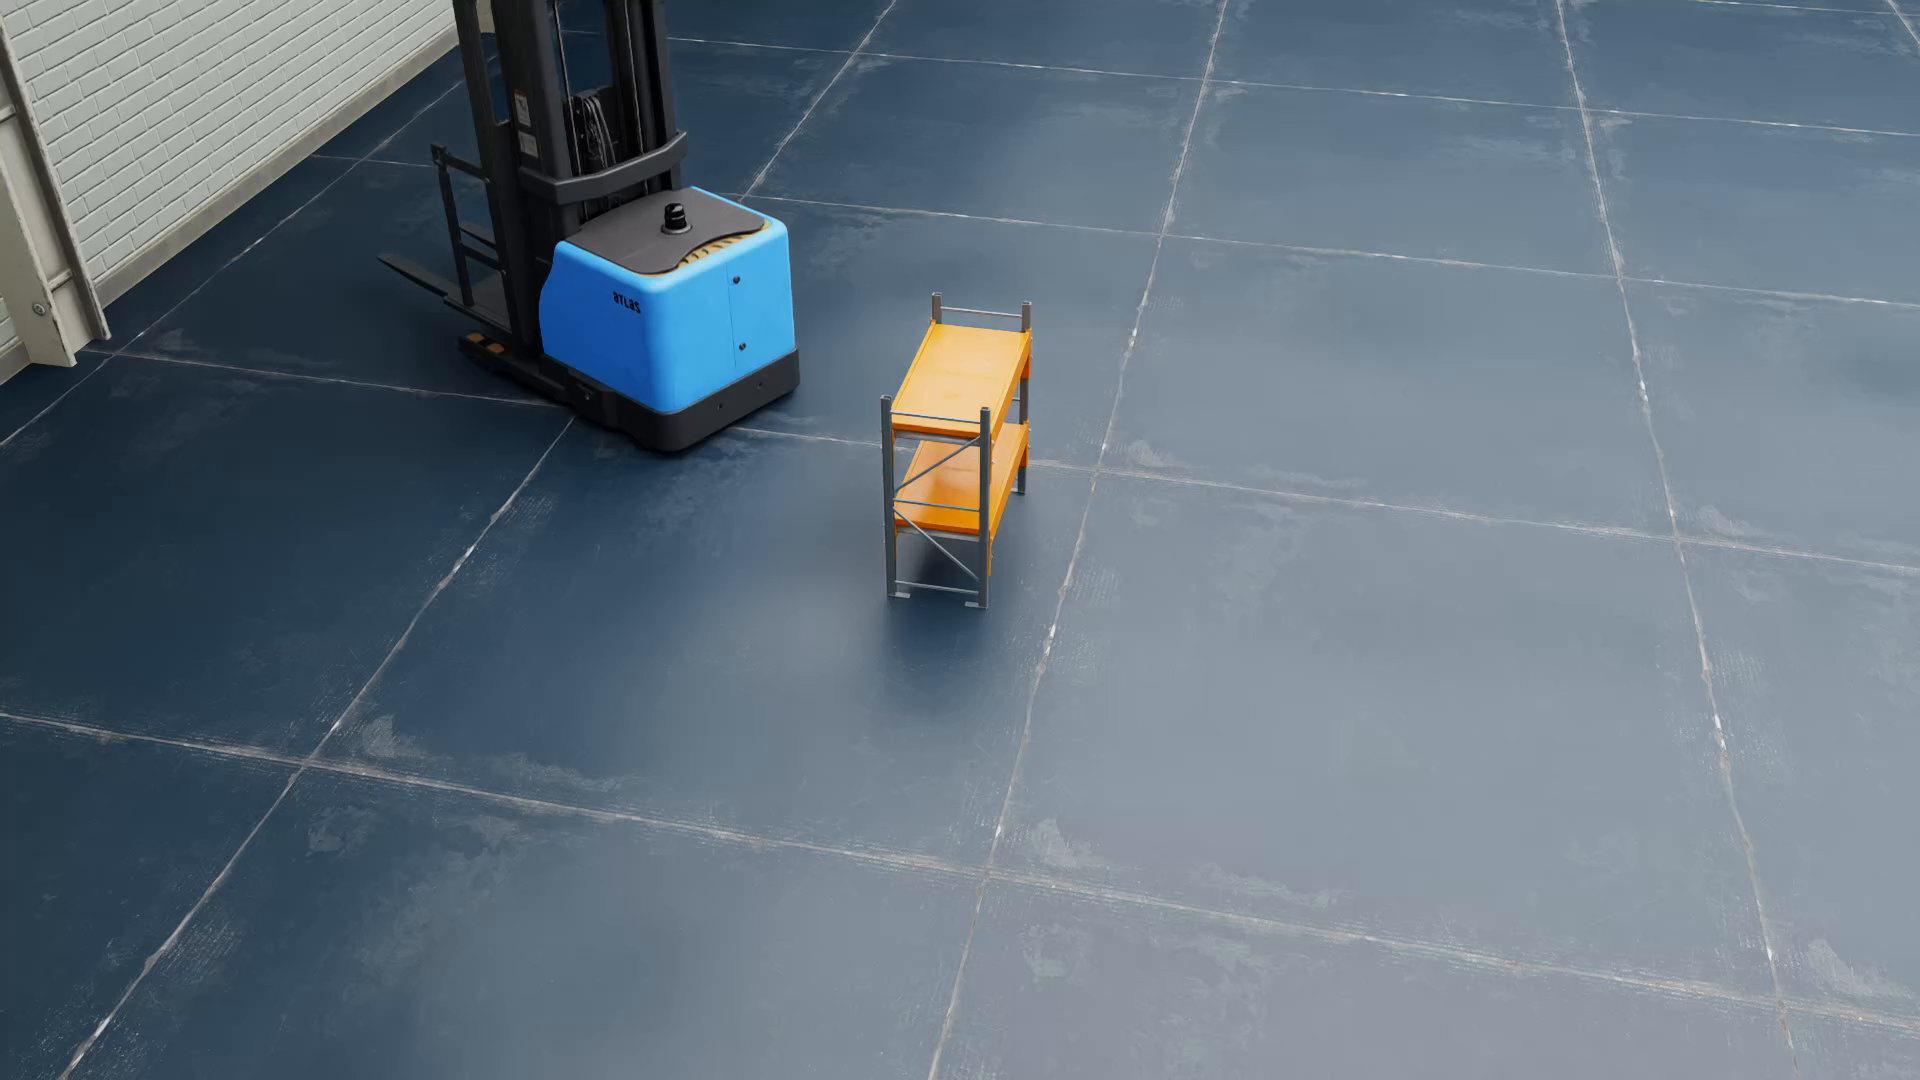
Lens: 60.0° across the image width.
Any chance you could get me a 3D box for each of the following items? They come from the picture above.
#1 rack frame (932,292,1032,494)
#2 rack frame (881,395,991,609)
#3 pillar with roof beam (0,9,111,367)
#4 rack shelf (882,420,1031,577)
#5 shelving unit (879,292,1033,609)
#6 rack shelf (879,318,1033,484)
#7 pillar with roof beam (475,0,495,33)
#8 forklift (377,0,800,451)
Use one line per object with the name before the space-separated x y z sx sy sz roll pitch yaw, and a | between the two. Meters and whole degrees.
rack frame | 0.107 -0.743 8.587 0.500 1.125 0.032 7 37 10
rack frame | -0.110 -0.160 7.783 0.500 1.125 0.032 7 37 10
pillar with roof beam | -1.218 -4.270 6.744 9.100 9.000 0.400 7 37 10
rack shelf | -0.001 -0.254 8.328 0.538 0.278 1.000 7 37 10
shelving unit | -0.001 -0.452 8.185 0.538 1.125 1.048 7 37 10
rack shelf | -0.001 -0.689 8.013 0.538 0.278 1.000 7 37 10
pillar with roof beam | 0.064 -7.710 11.490 9.100 9.000 0.400 7 37 10
forklift | -2.375 -2.399 9.332 3.031 2.935 1.130 27 44 32
